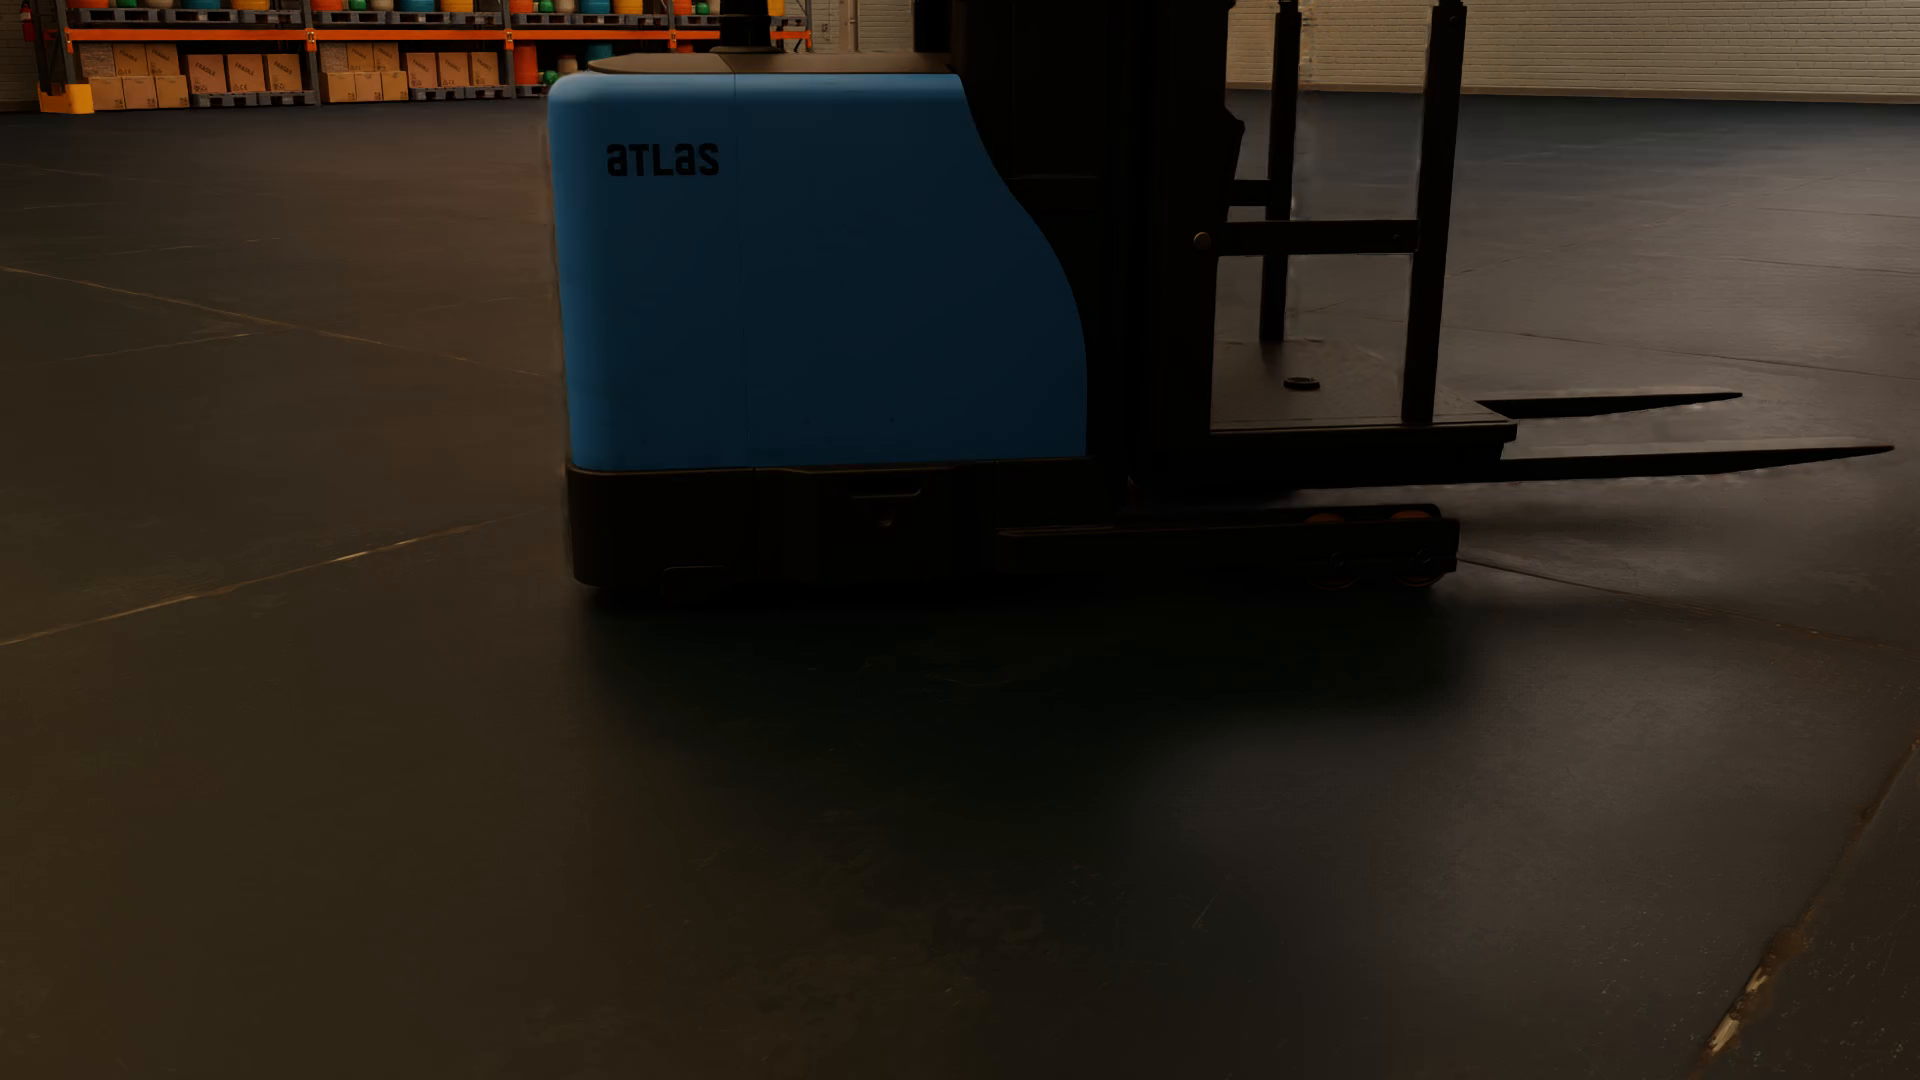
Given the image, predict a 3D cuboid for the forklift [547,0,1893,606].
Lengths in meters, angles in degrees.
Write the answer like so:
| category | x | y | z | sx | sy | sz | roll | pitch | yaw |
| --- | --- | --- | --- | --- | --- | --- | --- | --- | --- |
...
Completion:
| category | x | y | z | sx | sy | sz | roll | pitch | yaw |
| --- | --- | --- | --- | --- | --- | --- | --- | --- | --- |
| forklift | 0.641 | -1.442 | 3.646 | 3.031 | 2.935 | 1.130 | -2 | 17 | -7 |
